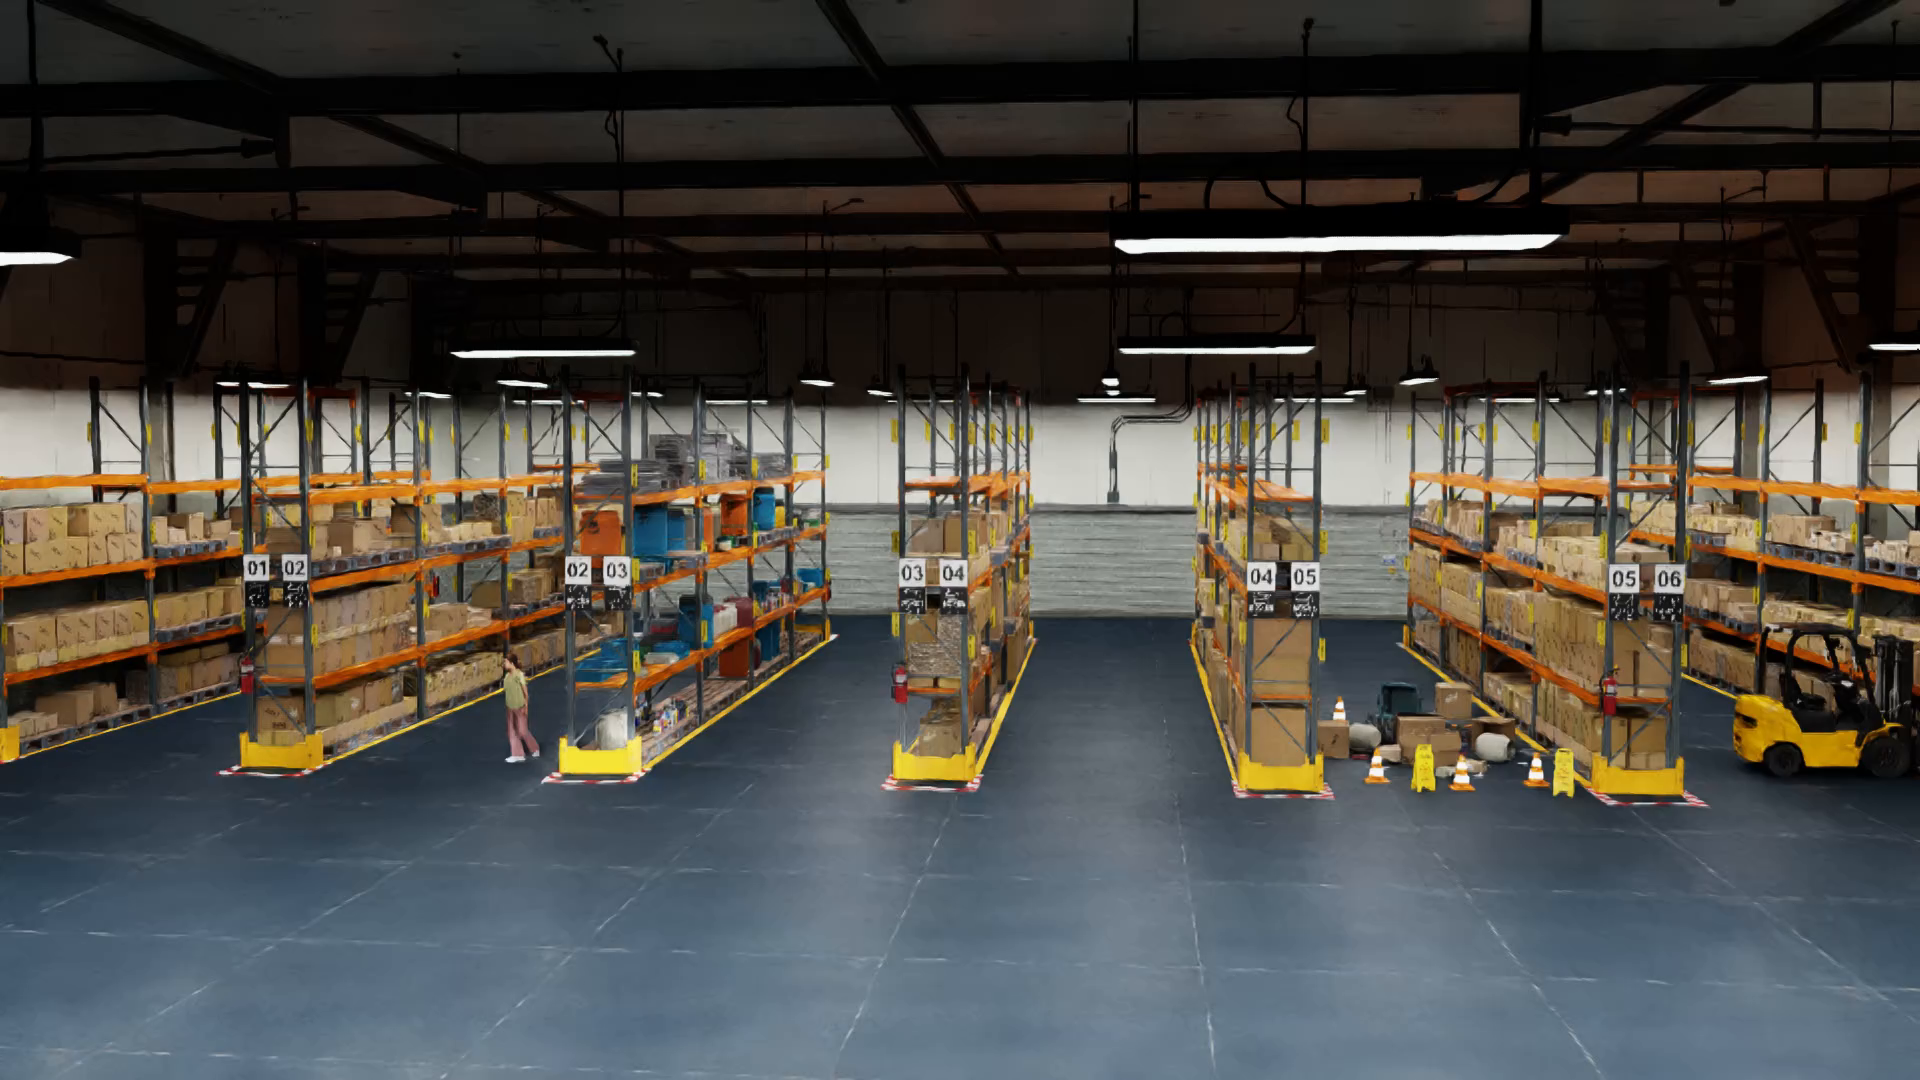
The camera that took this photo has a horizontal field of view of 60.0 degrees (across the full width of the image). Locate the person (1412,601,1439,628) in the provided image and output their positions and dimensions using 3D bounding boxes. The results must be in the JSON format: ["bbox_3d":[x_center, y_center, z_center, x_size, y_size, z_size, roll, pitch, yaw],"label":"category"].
[{"bbox_3d":[11.977,1.401,42.620,0.702,1.749,0.709,-3,4,-35],"label":"person"}]

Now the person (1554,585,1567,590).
[{"bbox_3d":[14.639,1.530,40.370,0.767,1.770,0.604,-2,4,-23],"label":"person"}]

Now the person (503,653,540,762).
[{"bbox_3d":[-6.700,2.546,25.414,0.514,1.659,0.535,3,5,42],"label":"person"}]

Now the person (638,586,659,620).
[{"bbox_3d":[-8.263,1.351,44.233,0.617,1.609,0.812,-1,4,-13],"label":"person"}]
